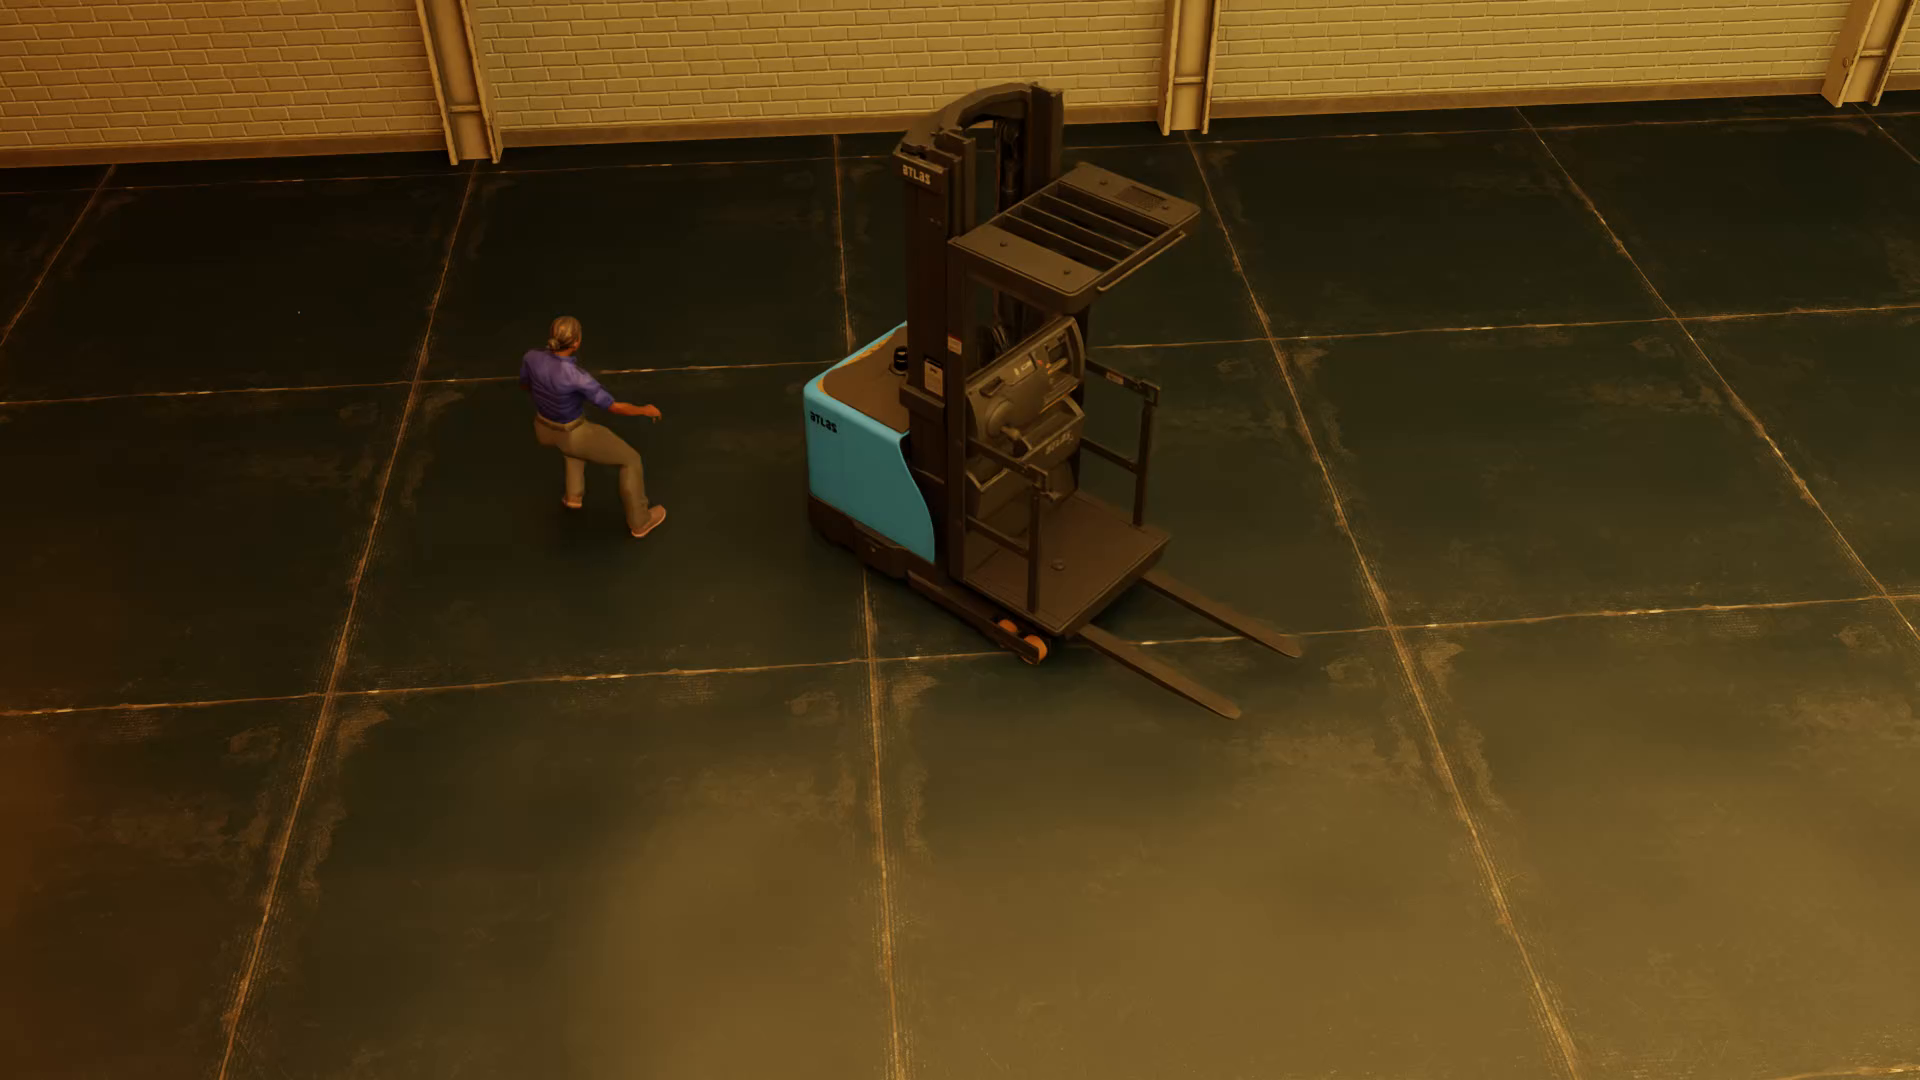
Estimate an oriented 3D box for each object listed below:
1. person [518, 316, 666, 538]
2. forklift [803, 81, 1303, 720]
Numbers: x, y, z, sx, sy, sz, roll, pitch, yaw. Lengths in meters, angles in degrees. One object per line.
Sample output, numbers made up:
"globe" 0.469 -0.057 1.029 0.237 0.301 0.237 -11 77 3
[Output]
"person" -2.210 -0.733 9.870 0.718 1.520 0.565 18 44 20
"forklift" 0.522 -0.803 8.877 3.031 2.935 1.130 29 48 30
